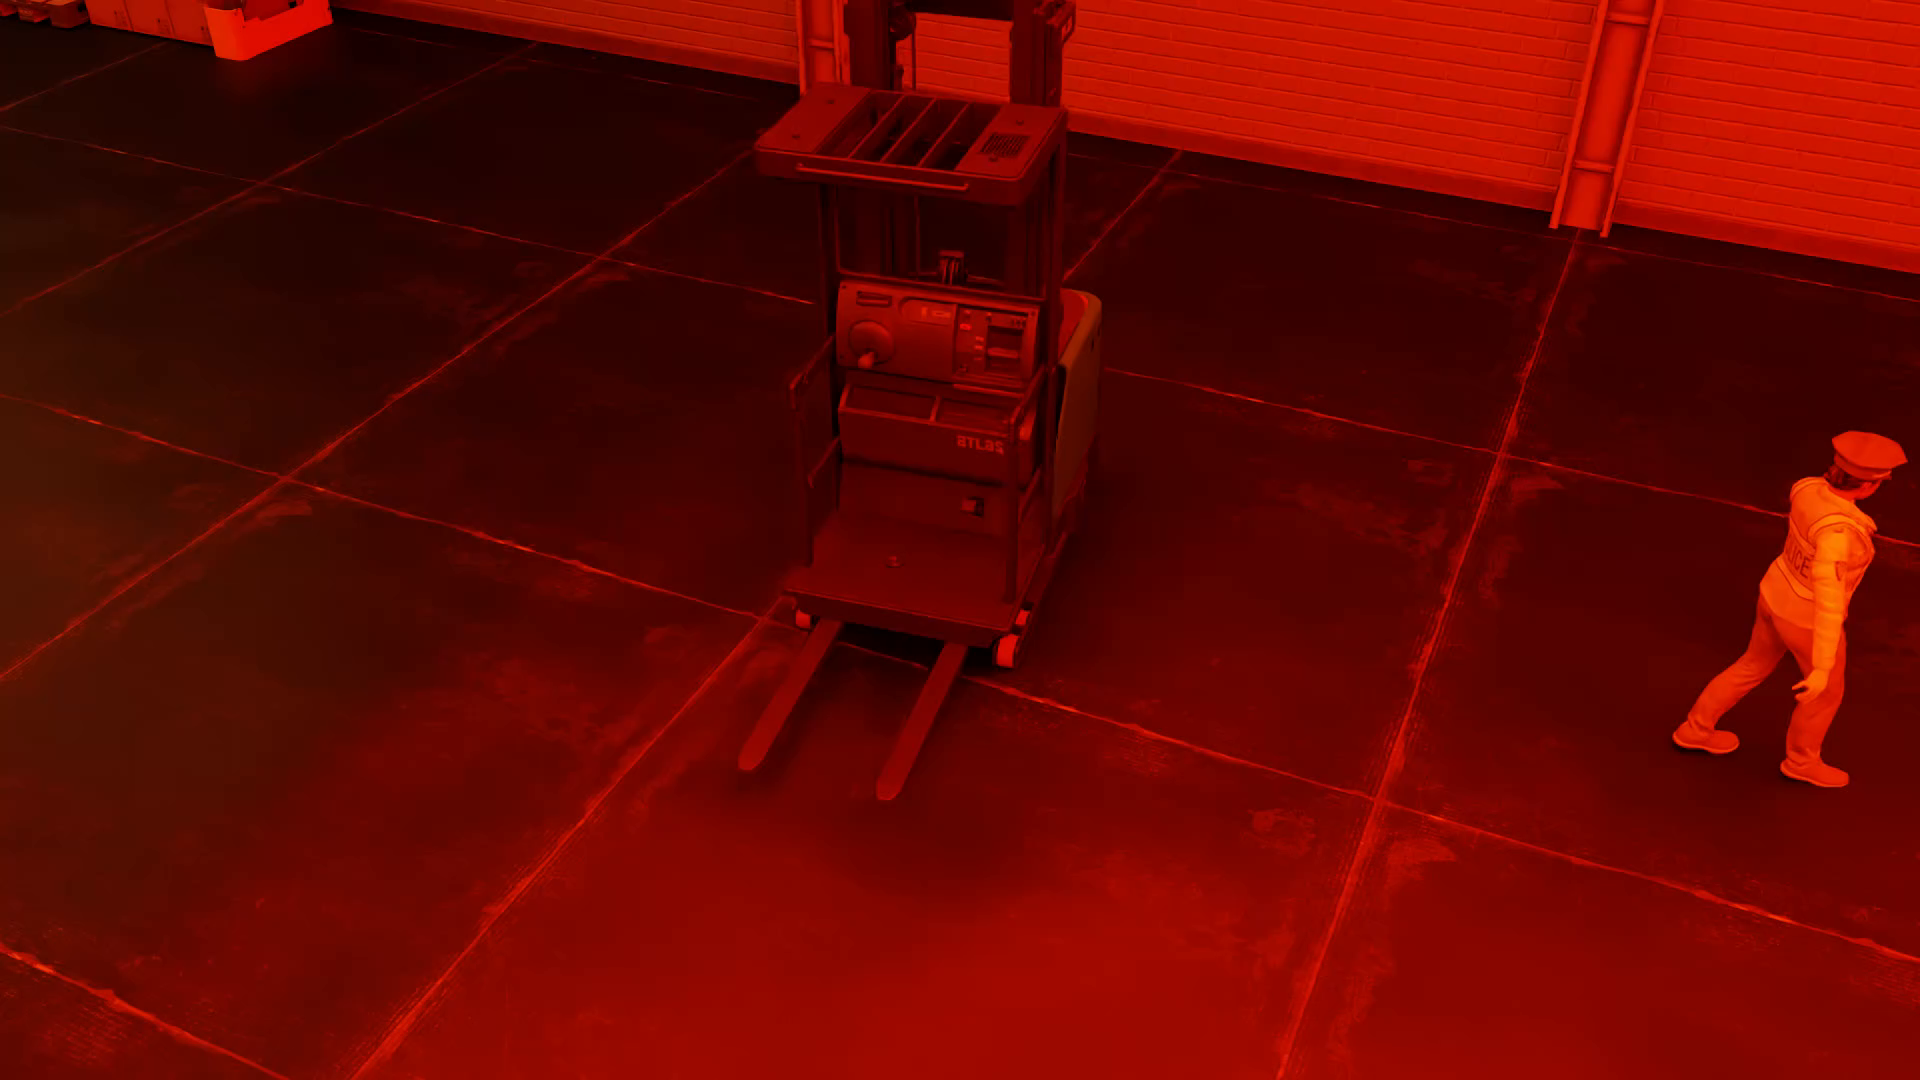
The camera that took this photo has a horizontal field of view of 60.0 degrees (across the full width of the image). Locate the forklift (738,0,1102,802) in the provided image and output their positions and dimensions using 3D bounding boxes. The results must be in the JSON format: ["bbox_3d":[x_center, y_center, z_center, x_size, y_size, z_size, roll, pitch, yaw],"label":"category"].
[{"bbox_3d":[-0.167,-0.851,7.279,1.130,2.935,3.031,10,37,14],"label":"forklift"}]

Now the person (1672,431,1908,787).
[{"bbox_3d":[3.493,0.321,6.768,0.718,1.650,0.893,1,36,1],"label":"person"}]
